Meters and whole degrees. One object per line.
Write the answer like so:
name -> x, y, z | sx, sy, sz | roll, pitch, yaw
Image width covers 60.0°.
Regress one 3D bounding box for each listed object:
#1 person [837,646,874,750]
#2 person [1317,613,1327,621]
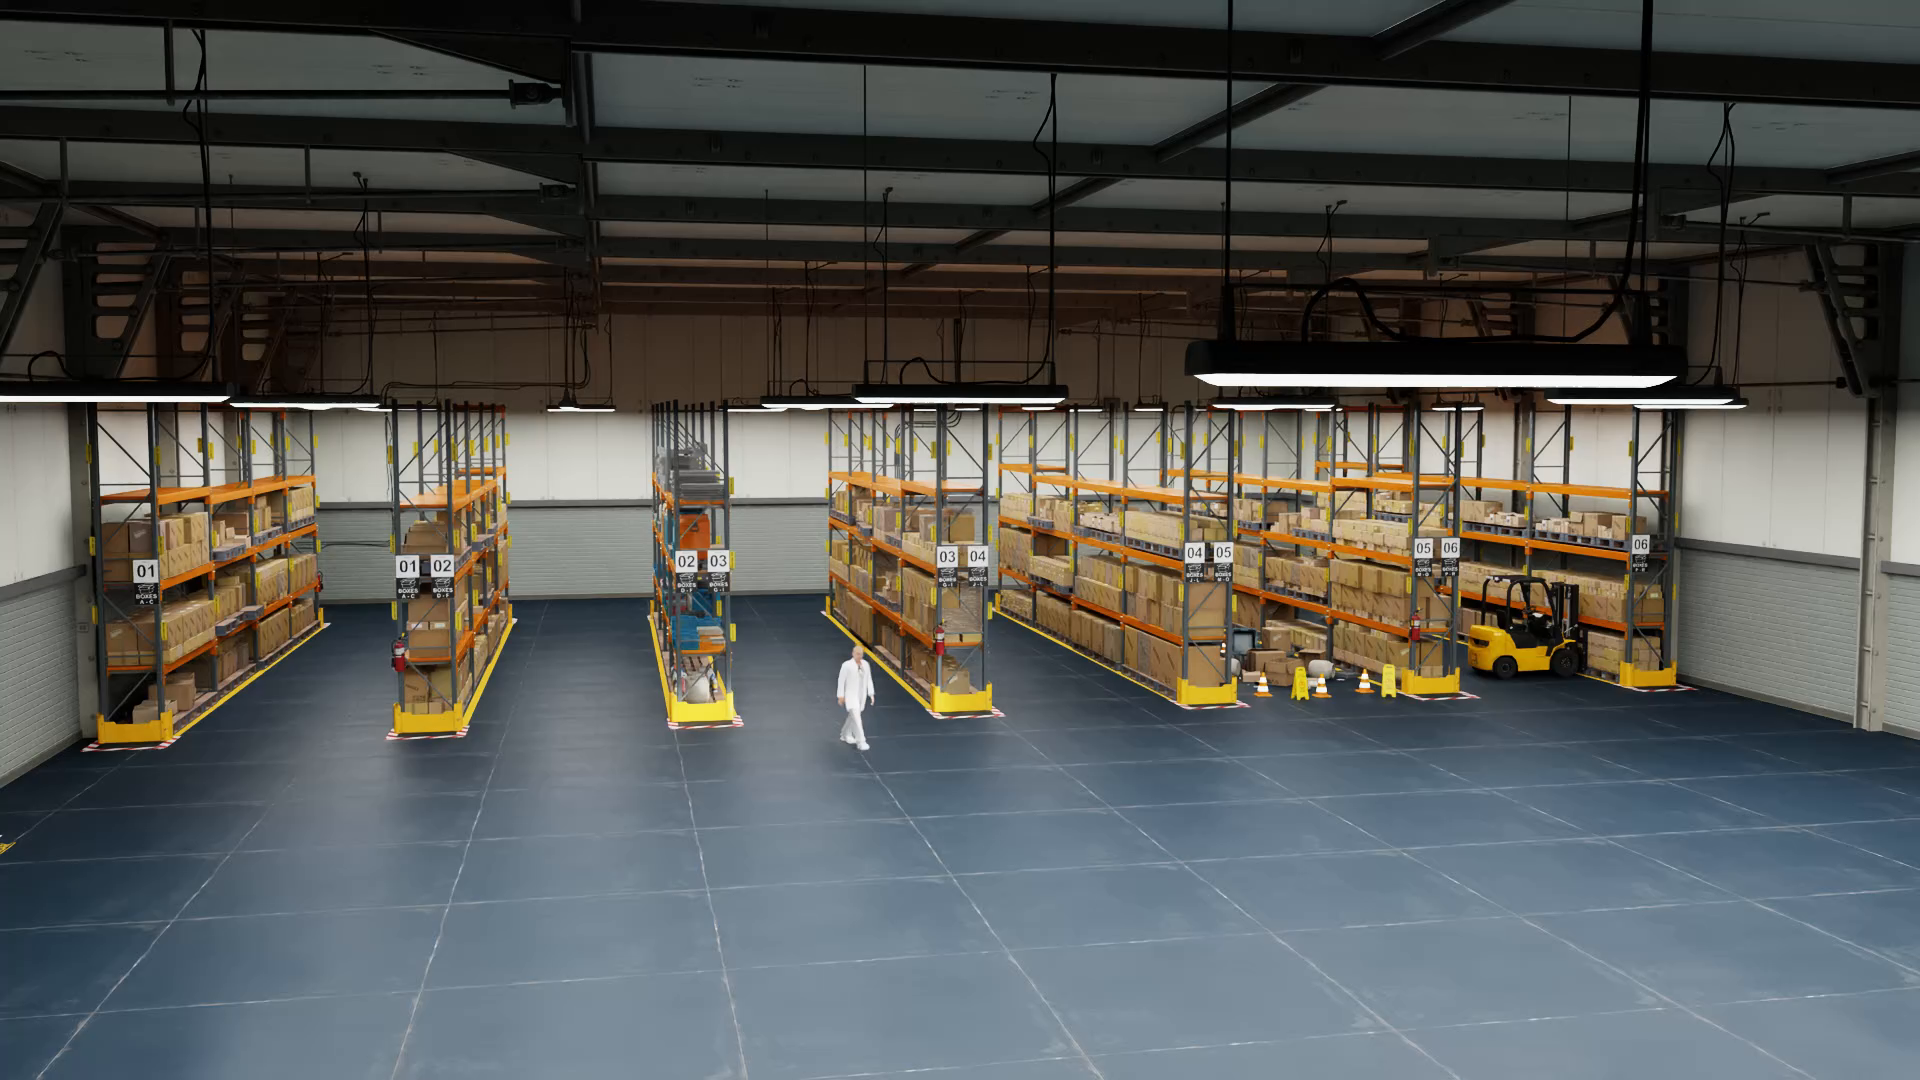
person -> -1.758, 2.680, 28.538 | 0.599, 1.727, 1.058 | -4, 6, -45
person -> 10.008, 1.422, 46.091 | 0.421, 1.663, 0.535 | 4, 6, 41
